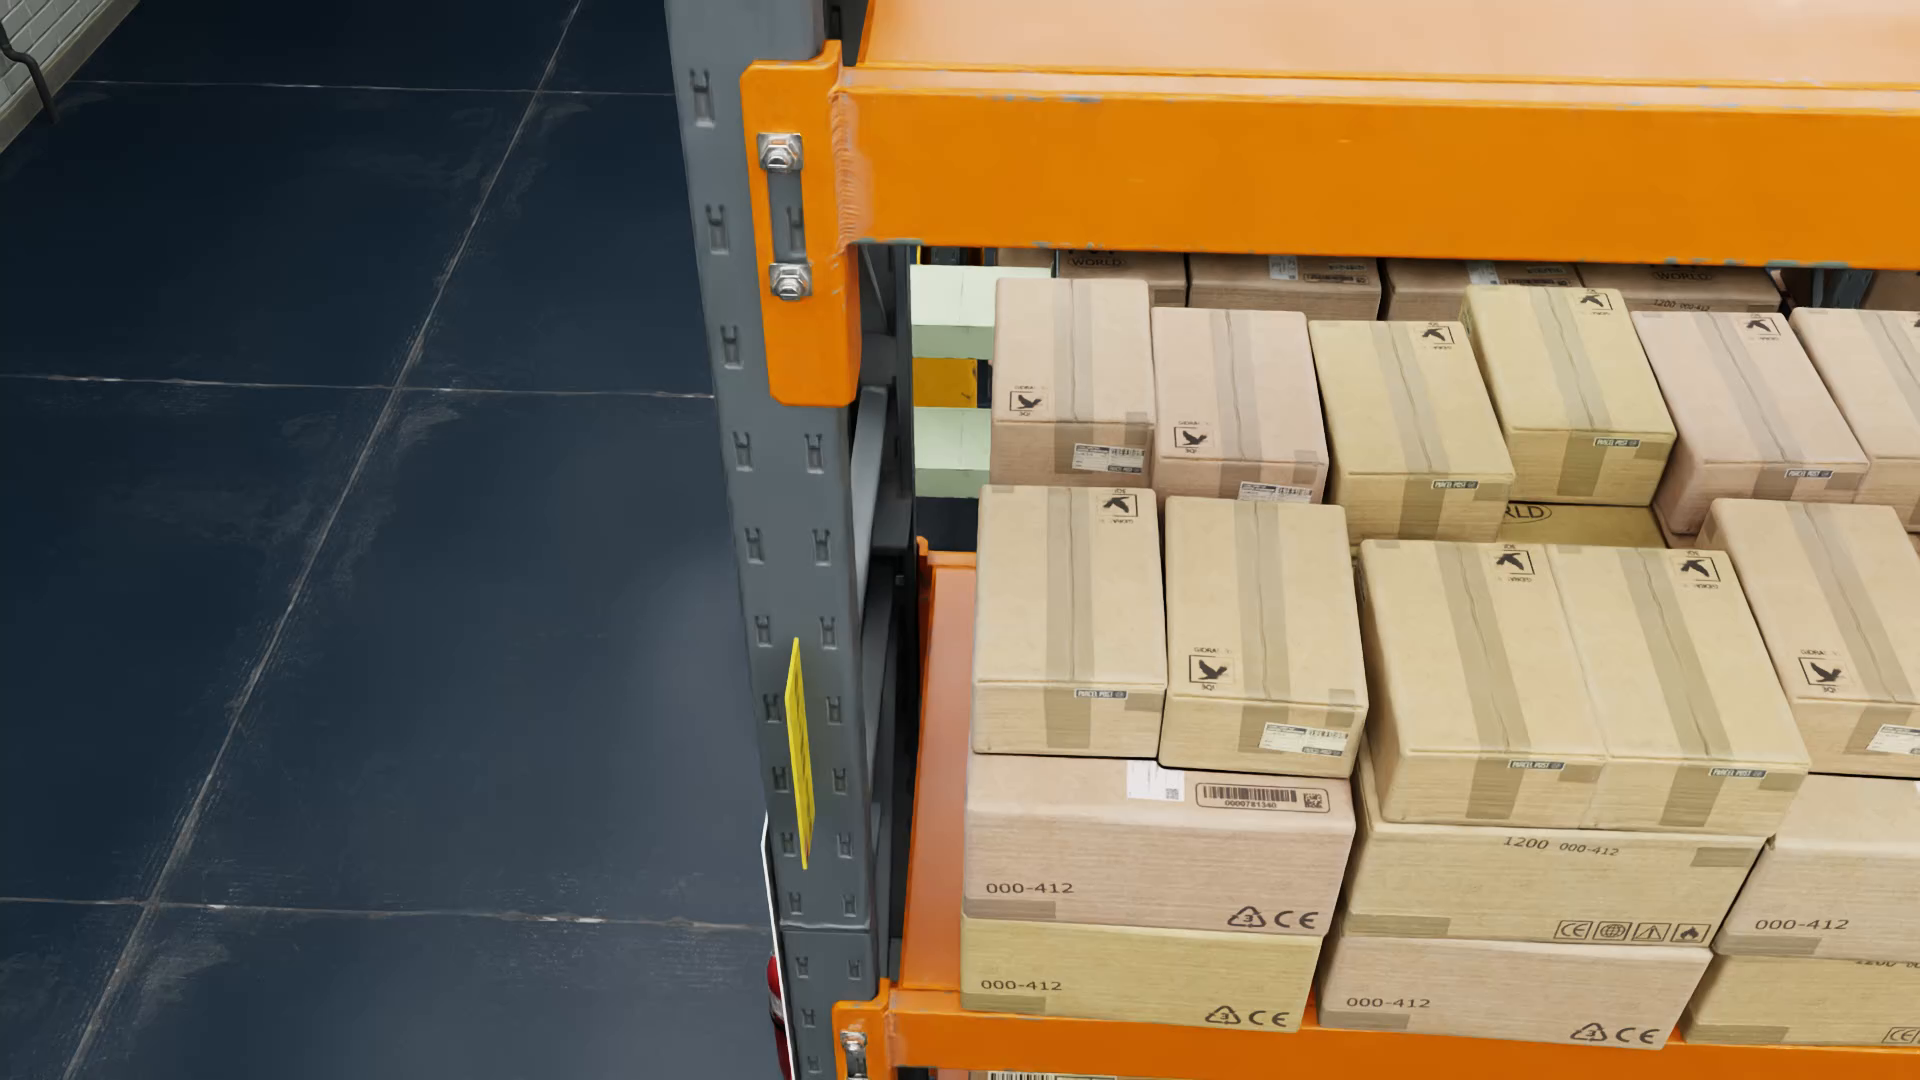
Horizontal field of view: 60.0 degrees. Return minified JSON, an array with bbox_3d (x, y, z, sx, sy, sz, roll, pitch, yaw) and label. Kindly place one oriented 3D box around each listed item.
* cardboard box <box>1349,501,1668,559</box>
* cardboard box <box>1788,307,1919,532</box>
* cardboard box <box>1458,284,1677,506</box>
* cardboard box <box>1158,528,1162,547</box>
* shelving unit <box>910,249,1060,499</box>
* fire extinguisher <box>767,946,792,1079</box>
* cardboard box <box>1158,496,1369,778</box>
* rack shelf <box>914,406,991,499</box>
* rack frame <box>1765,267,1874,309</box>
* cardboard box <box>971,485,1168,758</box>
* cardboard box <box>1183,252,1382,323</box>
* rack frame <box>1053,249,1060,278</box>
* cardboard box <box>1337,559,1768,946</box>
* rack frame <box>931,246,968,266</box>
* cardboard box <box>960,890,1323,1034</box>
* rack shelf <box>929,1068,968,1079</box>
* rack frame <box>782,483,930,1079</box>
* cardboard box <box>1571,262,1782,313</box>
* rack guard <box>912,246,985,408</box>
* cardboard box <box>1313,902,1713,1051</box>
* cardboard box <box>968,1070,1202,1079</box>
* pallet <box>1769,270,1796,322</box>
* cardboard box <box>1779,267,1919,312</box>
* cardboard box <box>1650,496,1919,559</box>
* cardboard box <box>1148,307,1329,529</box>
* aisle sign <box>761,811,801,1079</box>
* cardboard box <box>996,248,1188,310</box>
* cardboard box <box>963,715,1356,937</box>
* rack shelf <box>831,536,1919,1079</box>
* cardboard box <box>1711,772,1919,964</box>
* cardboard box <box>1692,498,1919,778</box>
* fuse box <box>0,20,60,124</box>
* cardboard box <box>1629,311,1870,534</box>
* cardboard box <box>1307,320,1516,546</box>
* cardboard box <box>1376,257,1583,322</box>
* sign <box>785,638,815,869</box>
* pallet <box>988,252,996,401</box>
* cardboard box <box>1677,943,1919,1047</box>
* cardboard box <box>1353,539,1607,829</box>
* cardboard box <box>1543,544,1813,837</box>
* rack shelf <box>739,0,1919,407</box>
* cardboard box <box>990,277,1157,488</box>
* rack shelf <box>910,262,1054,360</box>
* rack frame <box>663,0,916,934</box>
[{"bbox_3d":[0.815,-0.060,2.742,0.500,0.250,0.500,1,43,1],"label":"cardboard box"},{"bbox_3d":[1.456,-0.191,2.590,0.250,0.149,0.380,3,43,3],"label":"cardboard box"},{"bbox_3d":[0.945,-0.236,2.638,0.250,0.149,0.380,2,43,3],"label":"cardboard box"},{"bbox_3d":[0.304,-0.075,2.758,0.500,0.250,0.500,1,43,1],"label":"cardboard box"},{"bbox_3d":[0.007,-0.549,6.824,0.755,1.500,0.431,2,43,2],"label":"shelving unit"},{"bbox_3d":[-0.399,1.152,4.228,0.183,0.674,0.296,2,43,2],"label":"fire extinguisher"},{"bbox_3d":[0.399,0.123,2.253,0.250,0.149,0.380,3,43,4],"label":"cardboard box"},{"bbox_3d":[0.007,-0.310,7.046,0.720,0.370,0.431,2,43,2],"label":"rack shelf"},{"bbox_3d":[3.950,-1.941,7.219,0.127,3.000,1.000,2,43,2],"label":"rack frame"},{"bbox_3d":[0.146,0.103,2.274,0.250,0.149,0.380,1,43,2],"label":"cardboard box"},{"bbox_3d":[1.533,-1.306,8.108,0.875,0.438,0.875,3,43,3],"label":"cardboard box"},{"bbox_3d":[0.372,-0.537,6.812,0.023,1.500,0.400,2,43,2],"label":"rack frame"},{"bbox_3d":[0.781,0.290,2.366,0.500,0.250,0.500,1,43,1],"label":"cardboard box"},{"bbox_3d":[-0.046,-2.064,7.350,0.127,3.000,1.000,2,43,2],"label":"rack frame"},{"bbox_3d":[0.269,0.455,2.556,0.500,0.250,0.500,3,43,3],"label":"cardboard box"},{"bbox_3d":[1.830,1.634,3.908,4.000,0.370,1.077,2,43,2],"label":"rack shelf"},{"bbox_3d":[-0.168,1.310,3.729,0.127,3.000,1.000,2,43,2],"label":"rack frame"},{"bbox_3d":[3.328,-1.250,8.048,0.875,0.438,0.875,1,43,1],"label":"cardboard box"},{"bbox_3d":[-0.070,-1.150,8.203,0.348,0.500,1.175,2,43,2],"label":"rack guard"},{"bbox_3d":[0.795,0.474,2.535,0.500,0.250,0.500,3,43,3],"label":"cardboard box"},{"bbox_3d":[0.269,0.993,3.044,0.500,0.500,0.500,2,43,2],"label":"cardboard box"},{"bbox_3d":[4.724,-0.949,8.199,1.213,0.211,1.003,2,43,2],"label":"pallet"},{"bbox_3d":[4.573,-1.353,7.838,0.875,0.875,0.875,3,43,3],"label":"cardboard box"},{"bbox_3d":[1.326,-0.043,2.723,0.500,0.250,0.500,2,43,3],"label":"cardboard box"},{"bbox_3d":[0.420,-0.192,2.591,0.250,0.149,0.380,2,43,3],"label":"cardboard box"},{"bbox_3d":[-0.254,0.560,2.626,0.004,0.787,0.394,2,43,2],"label":"aisle sign"},{"bbox_3d":[0.618,-1.328,8.132,0.875,0.438,0.875,0,43,0],"label":"cardboard box"},{"bbox_3d":[0.269,0.275,2.382,0.500,0.250,0.500,2,43,3],"label":"cardboard box"},{"bbox_3d":[1.830,0.537,2.886,4.000,0.370,1.077,2,43,2],"label":"rack shelf"},{"bbox_3d":[1.285,0.313,2.341,0.500,0.250,0.500,2,43,2],"label":"cardboard box"},{"bbox_3d":[1.172,0.125,2.250,0.250,0.149,0.380,3,43,3],"label":"cardboard box"},{"bbox_3d":[-5.439,-3.176,9.489,0.414,1.711,0.539,2,43,2],"label":"fuse box"},{"bbox_3d":[1.195,-0.187,2.585,0.250,0.149,0.380,1,43,1],"label":"cardboard box"},{"bbox_3d":[0.676,-0.170,2.567,0.250,0.149,0.380,1,43,1],"label":"cardboard box"},{"bbox_3d":[2.433,-1.277,8.077,0.875,0.438,0.875,1,43,1],"label":"cardboard box"},{"bbox_3d":[-0.192,0.262,2.012,0.005,0.325,0.100,2,43,2],"label":"sign"},{"bbox_3d":[0.757,-1.072,8.332,1.213,0.211,1.003,2,43,2],"label":"pallet"},{"bbox_3d":[1.310,0.481,2.528,0.500,0.250,0.500,0,43,1],"label":"cardboard box"},{"bbox_3d":[0.667,0.181,2.190,0.250,0.149,0.380,2,43,2],"label":"cardboard box"},{"bbox_3d":[0.910,0.189,2.182,0.250,0.149,0.380,2,43,2],"label":"cardboard box"},{"bbox_3d":[1.830,-0.560,1.864,4.000,0.370,1.077,2,43,2],"label":"rack shelf"},{"bbox_3d":[0.178,-0.252,2.655,0.250,0.149,0.380,1,43,2],"label":"cardboard box"},{"bbox_3d":[0.007,-0.834,6.558,0.720,0.370,0.431,2,43,2],"label":"rack shelf"},{"bbox_3d":[-0.168,-0.885,1.684,0.127,3.000,1.000,2,43,2],"label":"rack frame"}]
